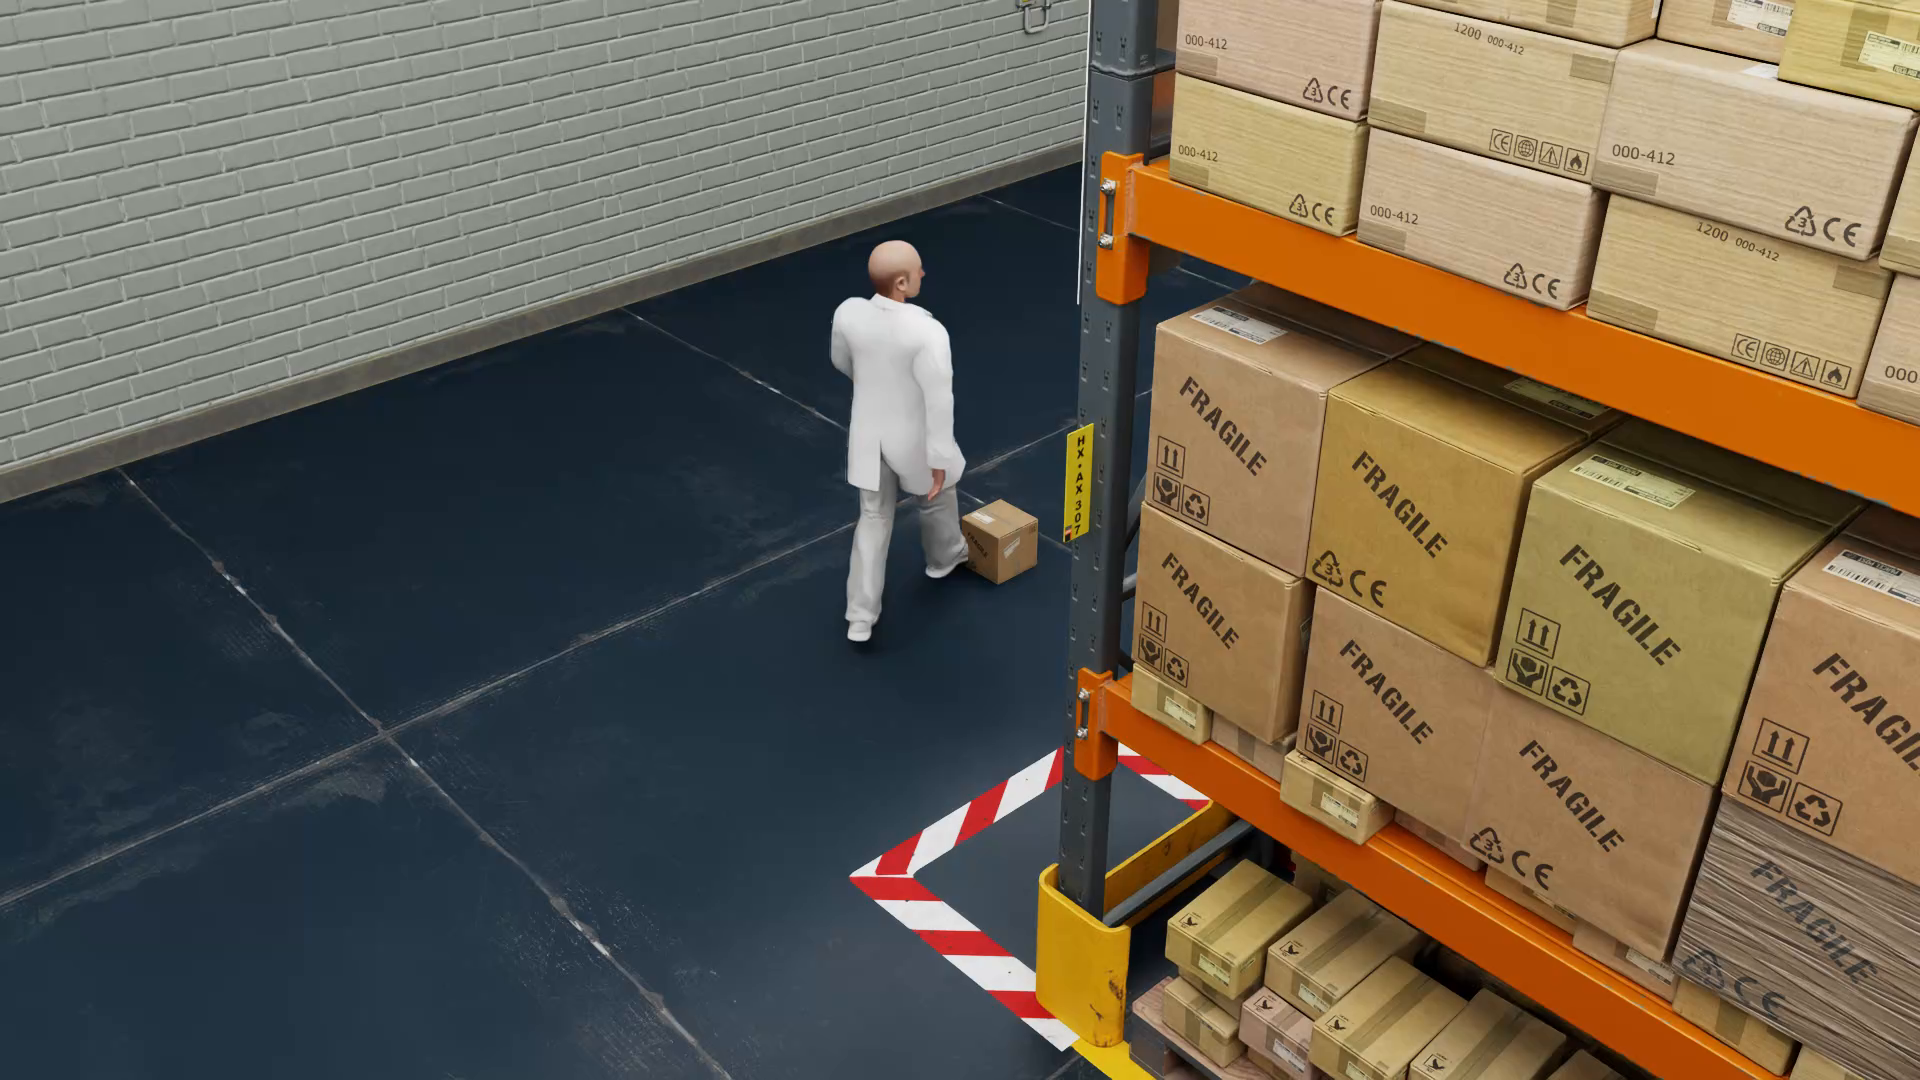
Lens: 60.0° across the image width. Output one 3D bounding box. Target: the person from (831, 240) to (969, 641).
[{"bbox_3d":[-0.220,-0.490,6.972,0.642,1.729,1.033,14,34,22],"label":"person"}]
